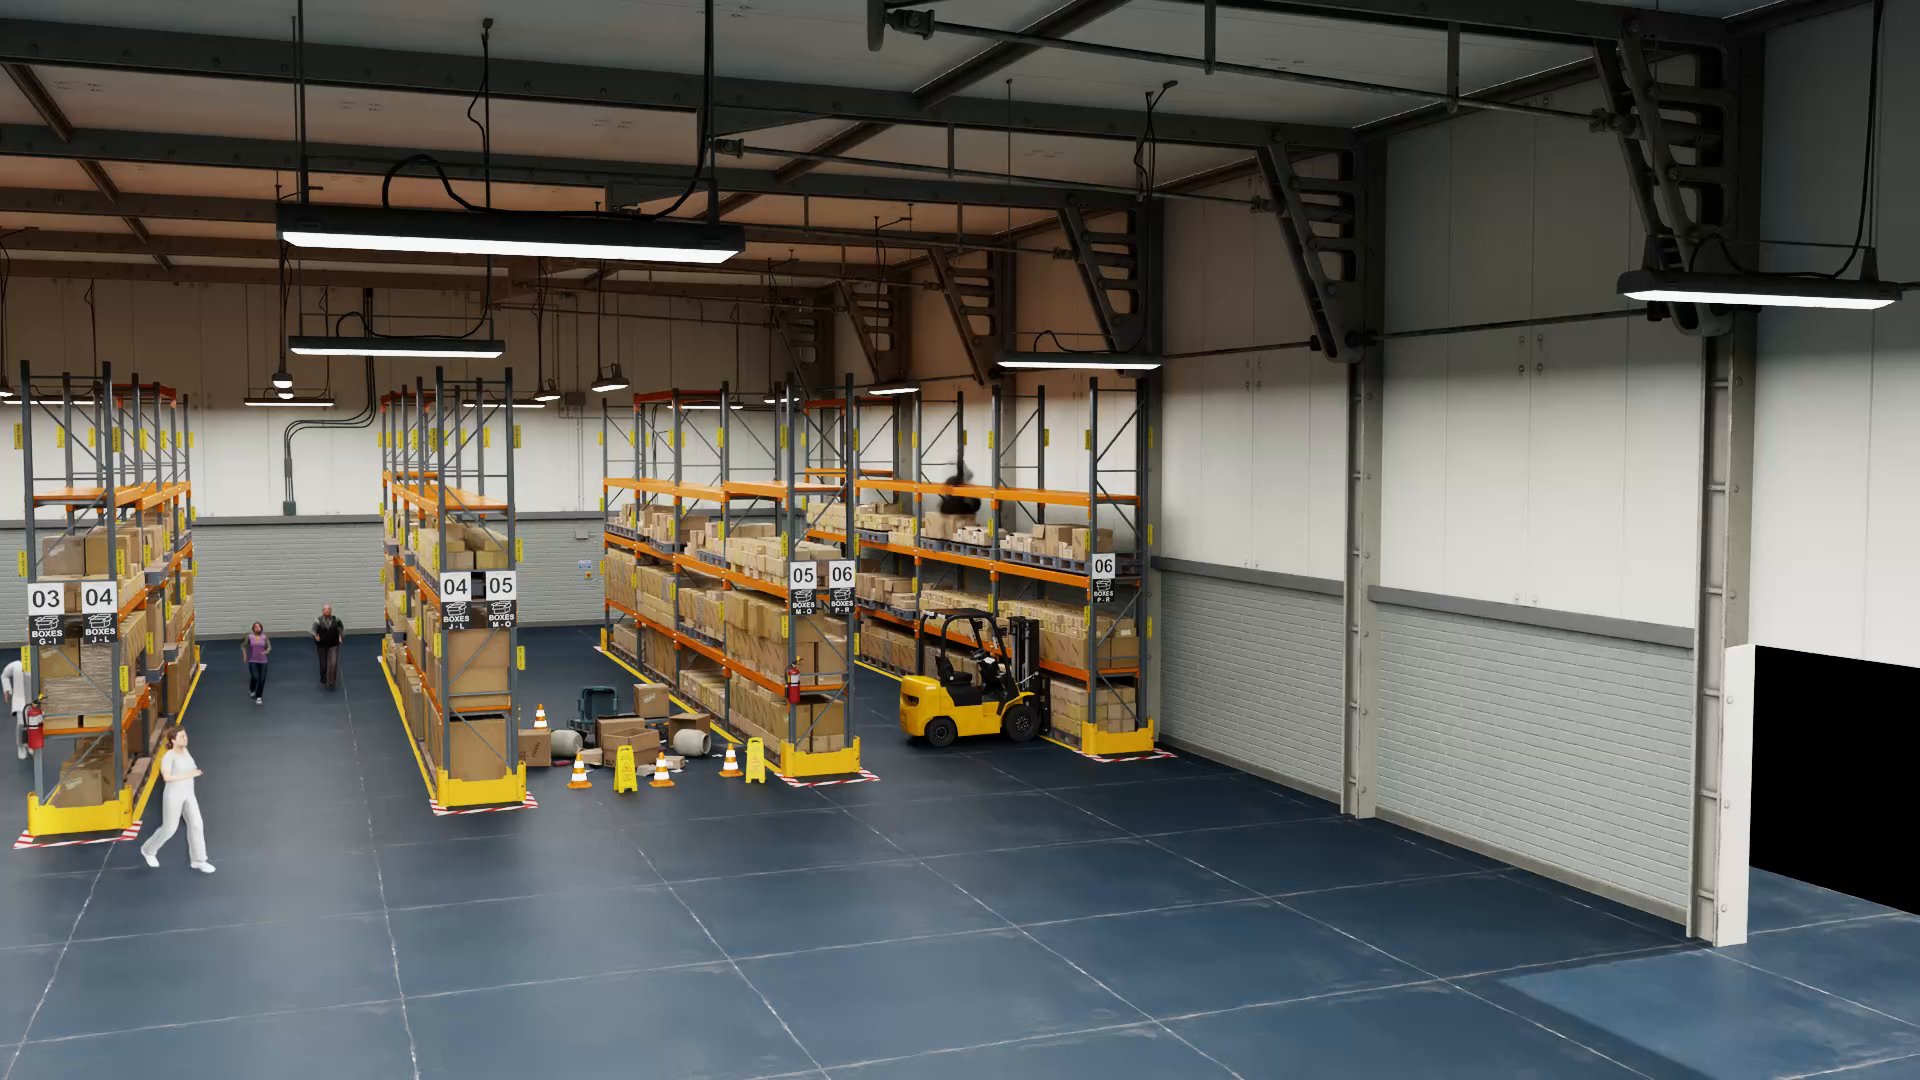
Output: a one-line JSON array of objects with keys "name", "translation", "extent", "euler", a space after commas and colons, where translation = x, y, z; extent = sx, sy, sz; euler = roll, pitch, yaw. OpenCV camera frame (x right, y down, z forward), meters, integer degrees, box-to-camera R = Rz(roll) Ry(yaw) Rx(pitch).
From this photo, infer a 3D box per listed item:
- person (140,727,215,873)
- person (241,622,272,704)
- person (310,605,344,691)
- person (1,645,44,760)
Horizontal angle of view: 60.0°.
[{"name": "person", "translation": [-9.048, 2.992, 19.199], "extent": [0.924, 1.669, 0.575], "euler": [1, 4, 13]}, {"name": "person", "translation": [-13.272, 2.326, 31.408], "extent": [0.518, 1.564, 0.576], "euler": [-2, 4, -31]}, {"name": "person", "translation": [-12.695, 2.138, 33.380], "extent": [0.649, 1.714, 0.933], "euler": [-2, 4, -24]}, {"name": "person", "translation": [-14.636, 2.549, 26.107], "extent": [0.675, 1.794, 0.765], "euler": [-2, 4, -34]}]
